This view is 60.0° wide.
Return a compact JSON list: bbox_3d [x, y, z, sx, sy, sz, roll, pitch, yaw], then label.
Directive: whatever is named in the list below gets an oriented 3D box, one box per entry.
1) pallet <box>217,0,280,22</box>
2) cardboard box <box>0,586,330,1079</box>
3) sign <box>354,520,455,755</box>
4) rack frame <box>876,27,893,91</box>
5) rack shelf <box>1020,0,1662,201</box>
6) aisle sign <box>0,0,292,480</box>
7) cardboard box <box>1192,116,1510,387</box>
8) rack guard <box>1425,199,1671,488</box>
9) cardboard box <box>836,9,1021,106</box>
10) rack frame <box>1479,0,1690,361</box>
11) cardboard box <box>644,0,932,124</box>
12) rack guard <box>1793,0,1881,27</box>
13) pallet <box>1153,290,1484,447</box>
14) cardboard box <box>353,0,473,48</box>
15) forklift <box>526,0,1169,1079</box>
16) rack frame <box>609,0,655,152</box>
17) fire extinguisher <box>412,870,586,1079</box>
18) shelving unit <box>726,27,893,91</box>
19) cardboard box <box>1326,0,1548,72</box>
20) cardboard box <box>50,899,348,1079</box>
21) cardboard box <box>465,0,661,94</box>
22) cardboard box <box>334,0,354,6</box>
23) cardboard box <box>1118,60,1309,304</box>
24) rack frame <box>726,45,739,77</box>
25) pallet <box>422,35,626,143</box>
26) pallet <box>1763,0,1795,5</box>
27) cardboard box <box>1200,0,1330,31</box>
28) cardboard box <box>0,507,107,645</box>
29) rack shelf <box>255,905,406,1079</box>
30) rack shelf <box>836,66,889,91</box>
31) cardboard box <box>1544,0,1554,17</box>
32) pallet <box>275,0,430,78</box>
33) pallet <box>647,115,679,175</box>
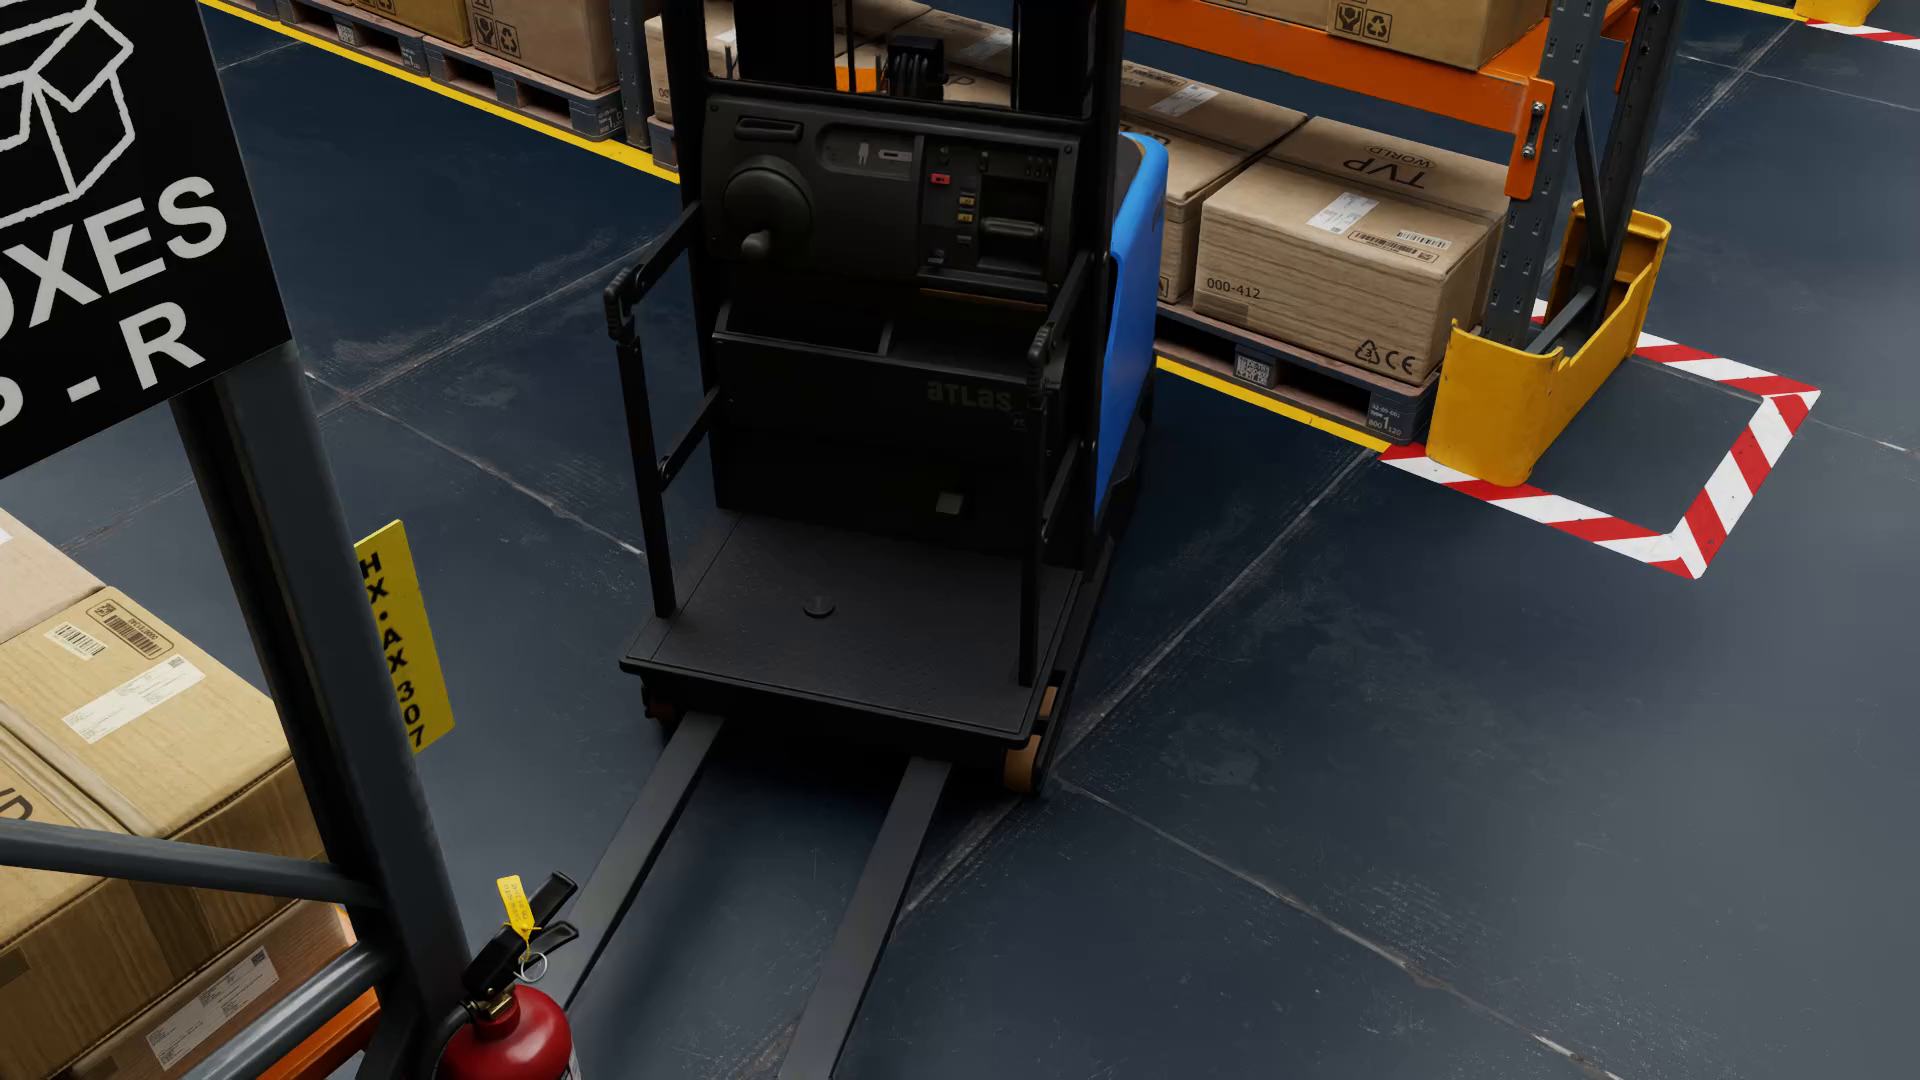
[{"bbox_3d":[-3.754,-3.263,9.246,1.213,0.211,1.003,25,45,29],"label":"pallet"},{"bbox_3d":[-1.190,0.375,2.218,0.500,0.250,0.500,25,45,29],"label":"cardboard box"},{"bbox_3d":[-0.663,0.129,1.950,0.005,0.325,0.100,25,45,29],"label":"sign"},{"bbox_3d":[-0.243,-1.138,5.730,0.015,1.200,0.240,5,38,6],"label":"rack frame"},{"bbox_3d":[0.431,-2.162,6.162,4.000,0.370,1.077,25,45,29],"label":"rack shelf"},{"bbox_3d":[-0.760,-0.407,1.227,0.004,0.787,0.394,25,45,29],"label":"aisle sign"},{"bbox_3d":[1.435,-1.051,5.897,0.875,0.438,0.875,24,44,27],"label":"cardboard box"},{"bbox_3d":[2.039,-0.703,5.743,0.348,0.500,1.175,25,45,29],"label":"rack guard"},{"bbox_3d":[-0.013,-1.729,6.762,0.875,0.438,0.875,24,44,27],"label":"cardboard box"},{"bbox_3d":[2.020,-1.697,4.984,0.127,3.000,1.000,25,45,29],"label":"rack frame"},{"bbox_3d":[-0.724,-2.064,7.190,0.875,0.438,0.875,25,44,28],"label":"cardboard box"},{"bbox_3d":[4.886,-3.203,8.935,0.348,0.500,1.175,25,45,29],"label":"rack guard"},{"bbox_3d":[1.337,-0.860,6.177,1.213,0.211,1.003,25,45,29],"label":"pallet"},{"bbox_3d":[-2.421,-3.051,8.097,0.875,0.875,0.875,27,45,30],"label":"cardboard box"},{"bbox_3d":[-0.235,-0.755,3.837,1.130,2.935,3.031,10,39,12],"label":"forklift"},{"bbox_3d":[-1.157,-3.195,6.897,0.127,3.000,1.000,25,45,29],"label":"rack frame"},{"bbox_3d":[-0.595,0.741,2.235,0.183,0.674,0.296,25,45,29],"label":"fire extinguisher"},{"bbox_3d":[-0.485,-1.157,5.755,0.503,1.200,0.258,5,38,6],"label":"shelving unit"},{"bbox_3d":[1.476,-1.787,5.018,0.500,0.500,0.500,26,45,29],"label":"cardboard box"},{"bbox_3d":[-1.087,0.577,2.284,0.250,0.149,0.380,25,44,28],"label":"cardboard box"},{"bbox_3d":[-1.699,-2.717,7.669,0.875,0.875,0.875,27,45,30],"label":"cardboard box"},{"bbox_3d":[-3.131,-3.386,8.525,0.875,0.875,0.875,26,45,29],"label":"cardboard box"},{"bbox_3d":[0.703,-1.390,6.330,0.875,0.438,0.875,27,45,30],"label":"cardboard box"},{"bbox_3d":[-0.727,-1.177,5.780,0.015,1.200,0.240,5,38,6],"label":"rack frame"},{"bbox_3d":[-1.816,-2.349,8.079,1.213,0.211,1.003,25,45,29],"label":"pallet"},{"bbox_3d":[4.263,-3.410,9.435,1.213,0.211,1.003,25,45,29],"label":"pallet"},{"bbox_3d":[1.086,-1.982,5.268,0.500,0.500,0.500,24,44,28],"label":"cardboard box"},{"bbox_3d":[-1.590,0.187,2.459,0.500,0.250,0.500,26,45,29],"label":"cardboard box"},{"bbox_3d":[-2.581,0.269,3.056,4.000,0.370,1.077,25,45,29],"label":"rack shelf"},{"bbox_3d":[-0.485,-1.467,5.513,0.480,0.148,0.258,5,38,6],"label":"rack shelf"},{"bbox_3d":[1.813,-2.056,5.362,0.500,0.500,0.500,25,44,28],"label":"cardboard box"},{"bbox_3d":[-2.789,-2.806,8.662,1.213,0.211,1.003,25,45,29],"label":"pallet"},{"bbox_3d":[-0.601,-1.774,7.344,1.213,0.211,1.003,25,45,29],"label":"pallet"}]
